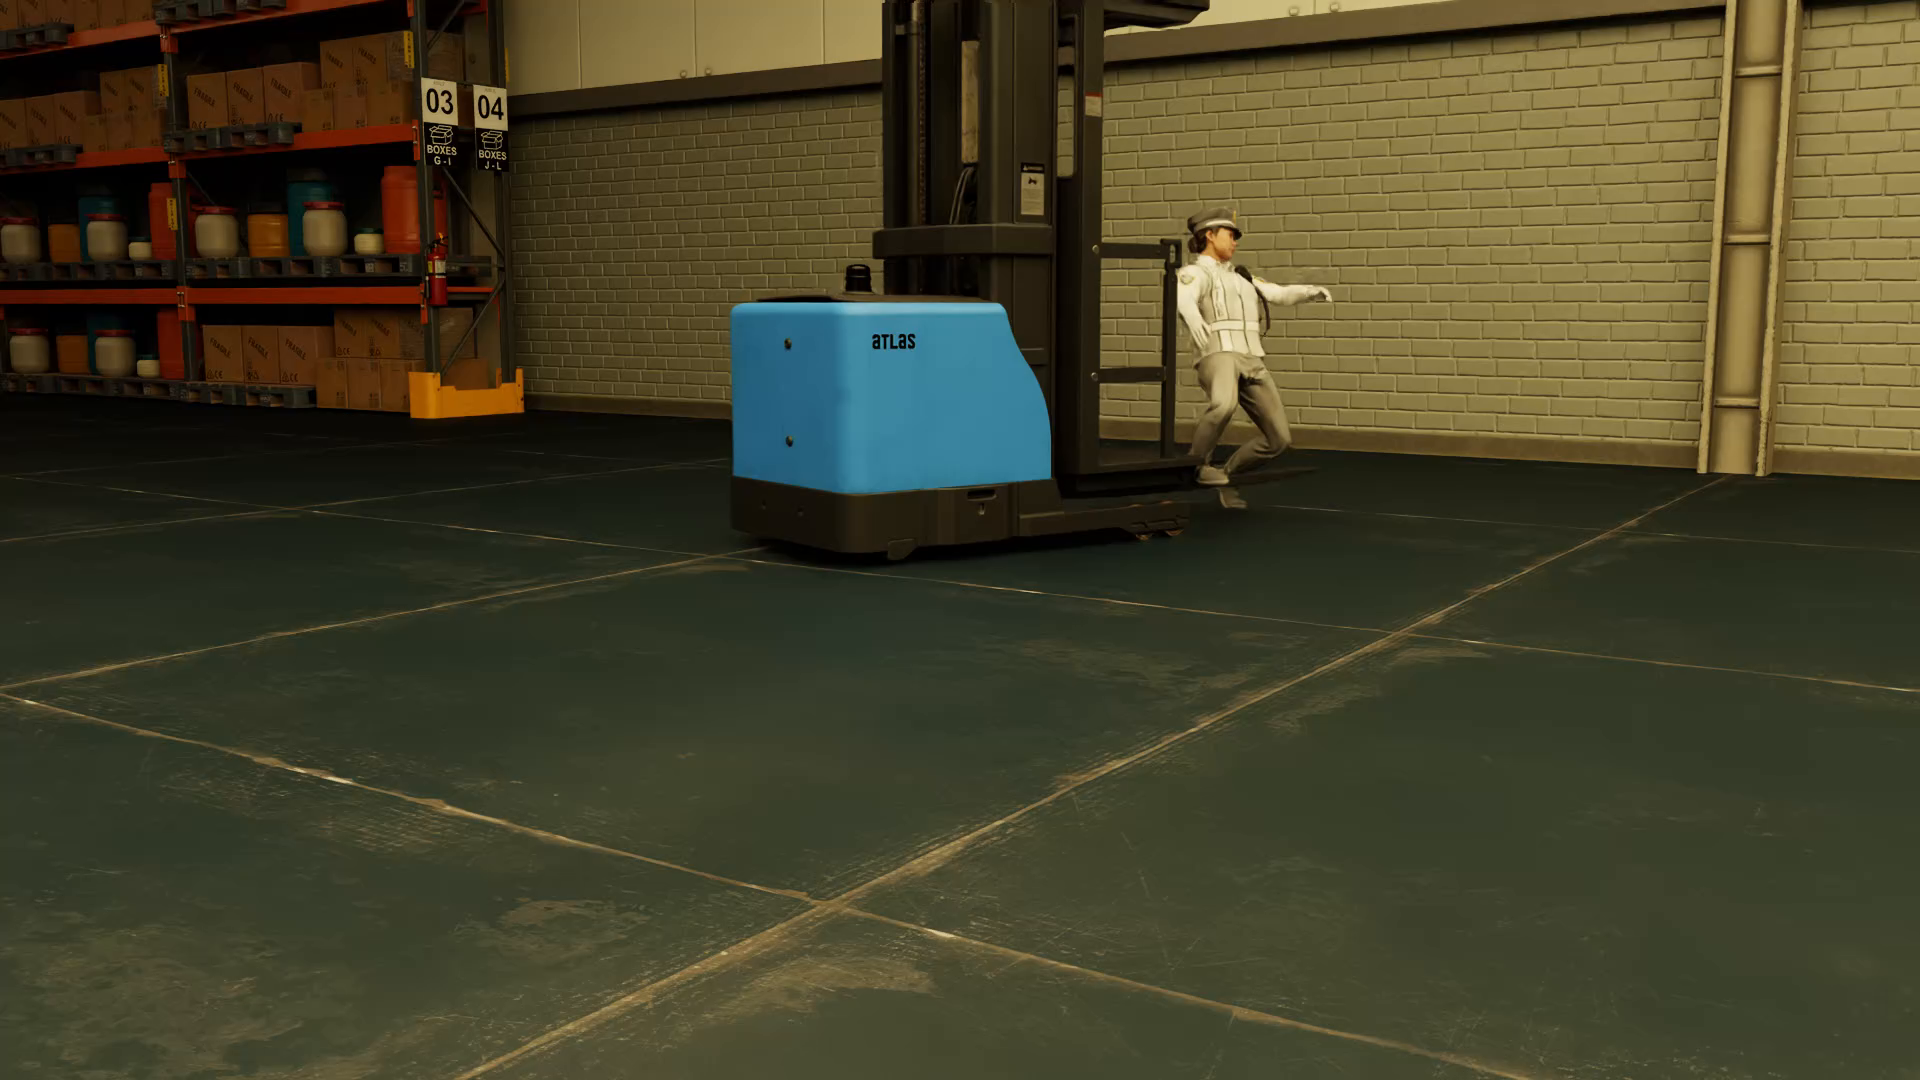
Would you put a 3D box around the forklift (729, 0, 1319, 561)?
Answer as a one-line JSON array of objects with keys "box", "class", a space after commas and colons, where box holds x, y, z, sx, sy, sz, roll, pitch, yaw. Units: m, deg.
[{"box": [0.451, -1.506, 7.784, 3.031, 2.935, 1.130, -6, 10, -37], "class": "forklift"}]

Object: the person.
[{"box": [1.290, -0.848, 7.999, 0.819, 1.518, 0.819, -7, 11, -40], "class": "person"}]
